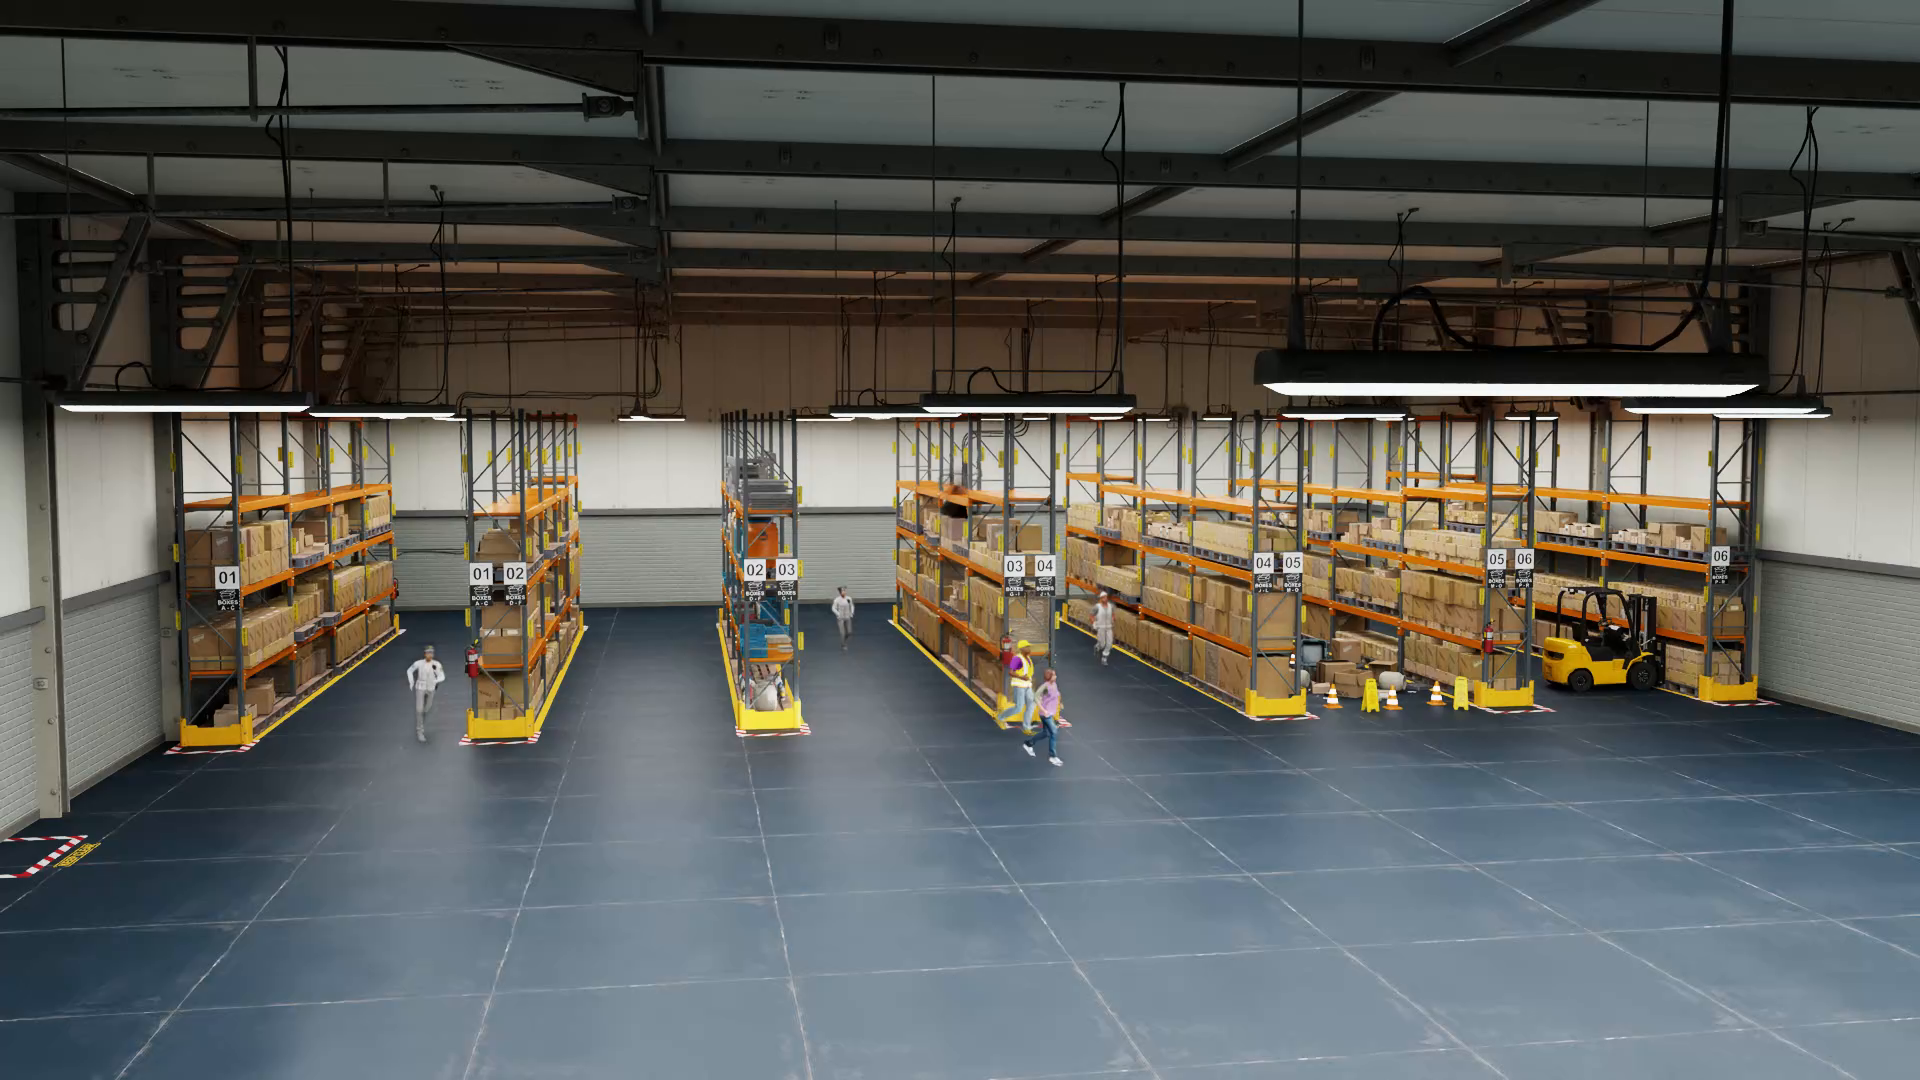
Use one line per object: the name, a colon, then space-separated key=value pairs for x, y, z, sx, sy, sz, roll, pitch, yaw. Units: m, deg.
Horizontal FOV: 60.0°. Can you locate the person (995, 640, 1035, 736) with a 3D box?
person: x=1.105 y=2.716 z=30.702 sx=0.840 sy=1.760 sz=0.710 roll=3 pitch=5 yaw=33

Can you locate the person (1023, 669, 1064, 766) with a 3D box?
person: x=1.417 y=2.964 z=28.067 sx=0.775 sy=1.612 sz=0.536 roll=2 pitch=4 yaw=25

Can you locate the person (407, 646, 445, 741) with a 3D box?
person: x=-9.760 y=2.777 z=30.427 sx=0.635 sy=1.716 sz=0.835 roll=-2 pitch=4 yaw=-27

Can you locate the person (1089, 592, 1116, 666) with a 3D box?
person: x=3.415 y=2.098 z=39.570 sx=0.658 sy=1.740 sz=0.606 roll=-1 pitch=4 yaw=-16

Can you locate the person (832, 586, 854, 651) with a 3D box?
person: x=-2.925 y=1.970 z=41.946 sx=0.592 sy=1.651 sz=0.539 roll=-1 pitch=4 yaw=-17
